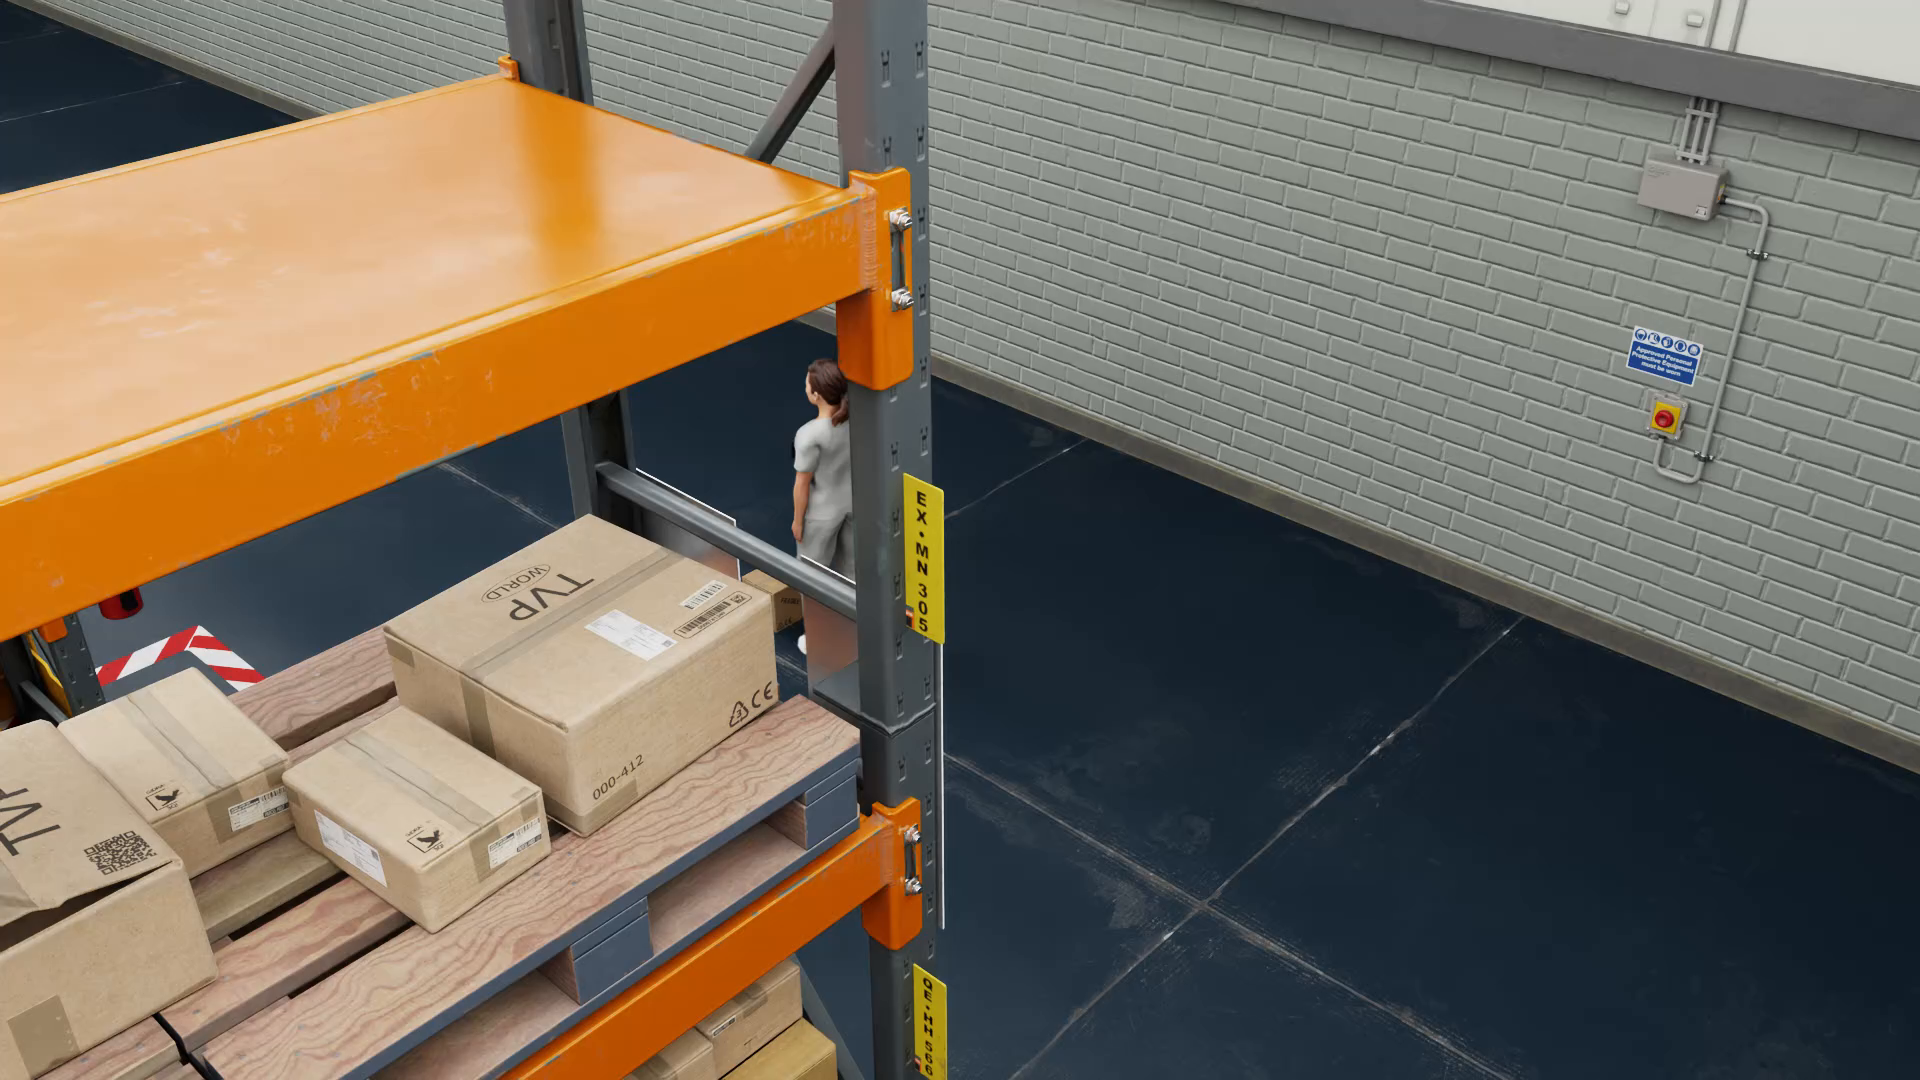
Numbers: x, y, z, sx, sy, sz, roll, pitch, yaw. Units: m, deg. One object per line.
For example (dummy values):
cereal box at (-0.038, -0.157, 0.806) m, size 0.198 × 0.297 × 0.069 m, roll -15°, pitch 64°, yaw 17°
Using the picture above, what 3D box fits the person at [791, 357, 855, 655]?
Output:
person at (-0.640, -0.126, 8.211) m, size 0.374 × 1.679 × 0.437 m, roll 27°, pitch 40°, yaw 36°
